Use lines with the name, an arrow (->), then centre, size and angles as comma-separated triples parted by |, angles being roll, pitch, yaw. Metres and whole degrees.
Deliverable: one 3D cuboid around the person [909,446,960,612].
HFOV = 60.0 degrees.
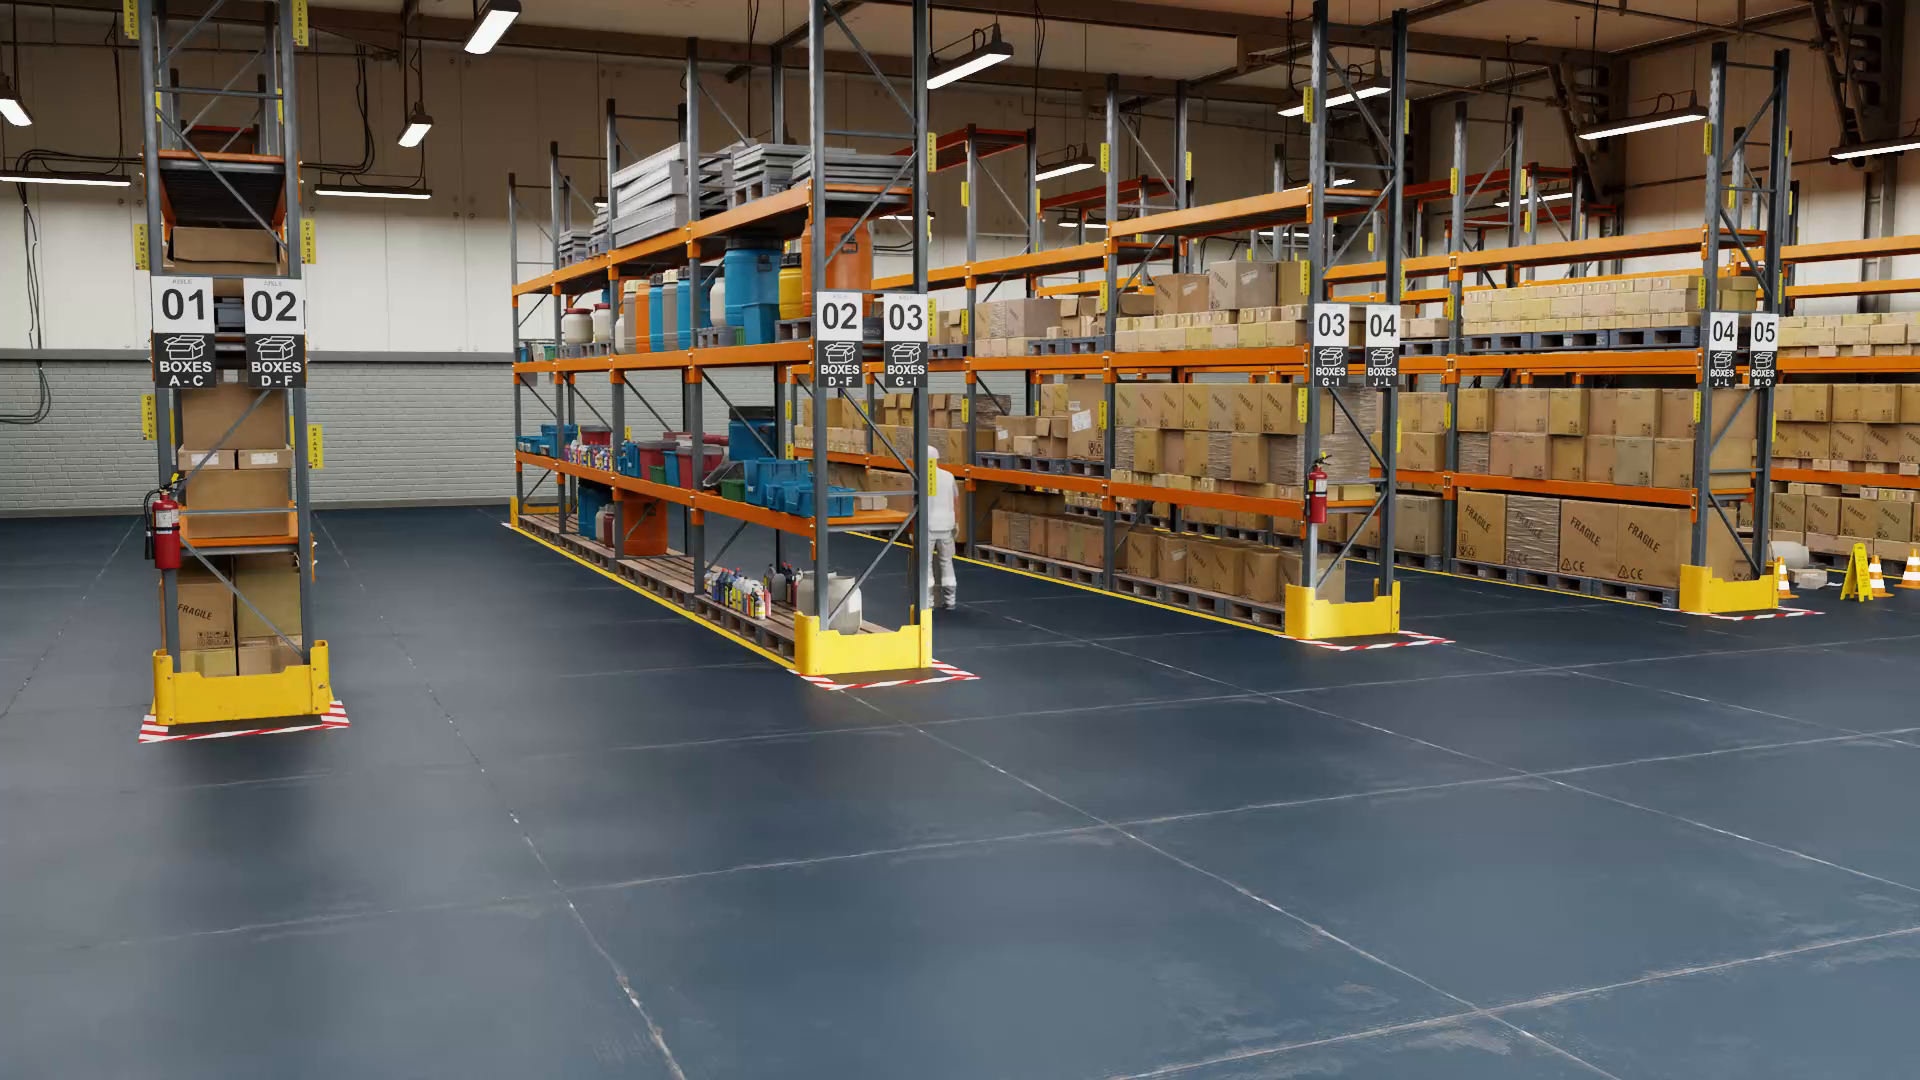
person -> -0.282, -0.123, 17.958 | 0.608, 1.777, 0.454 | -3, 6, -26
